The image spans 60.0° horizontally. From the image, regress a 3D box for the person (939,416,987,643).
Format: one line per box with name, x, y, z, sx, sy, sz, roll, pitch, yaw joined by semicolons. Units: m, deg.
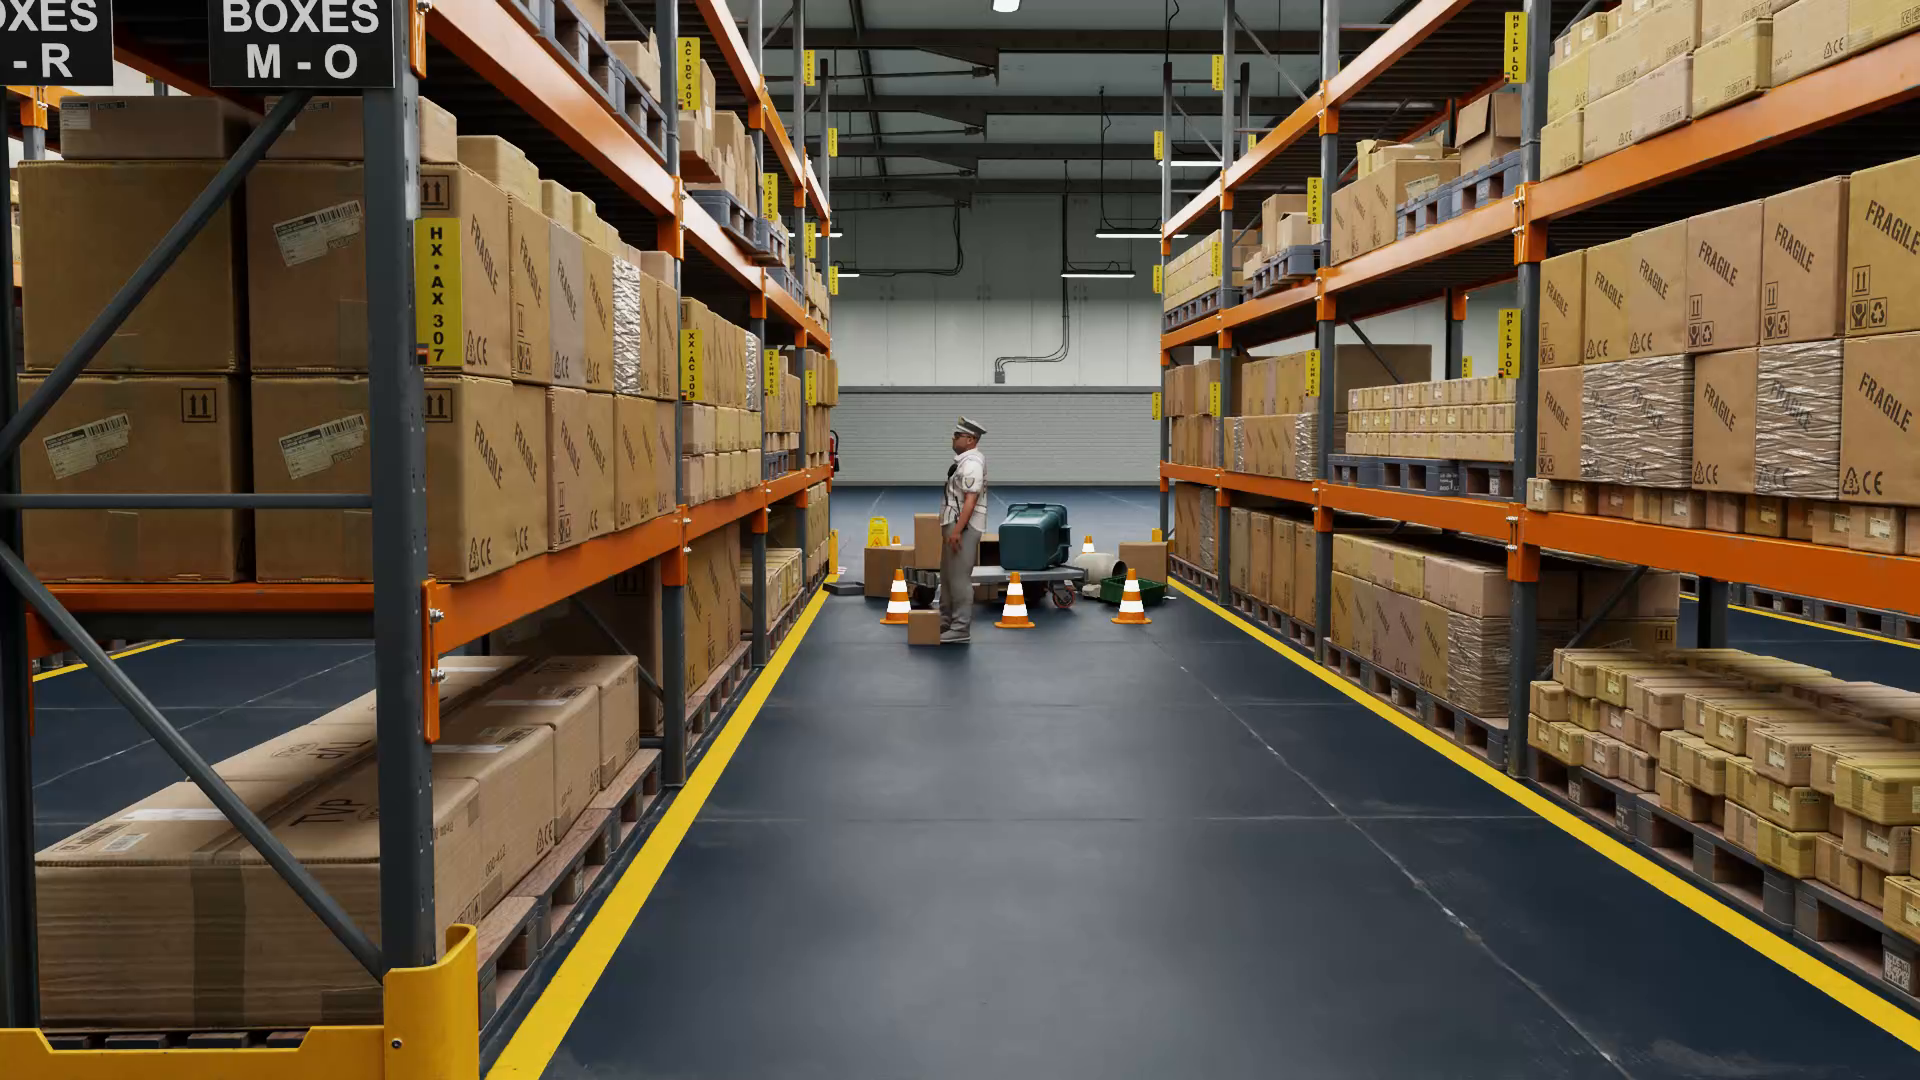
person;-0.070;-0.086;13.120;0.573;1.782;0.641;0;4;-1
